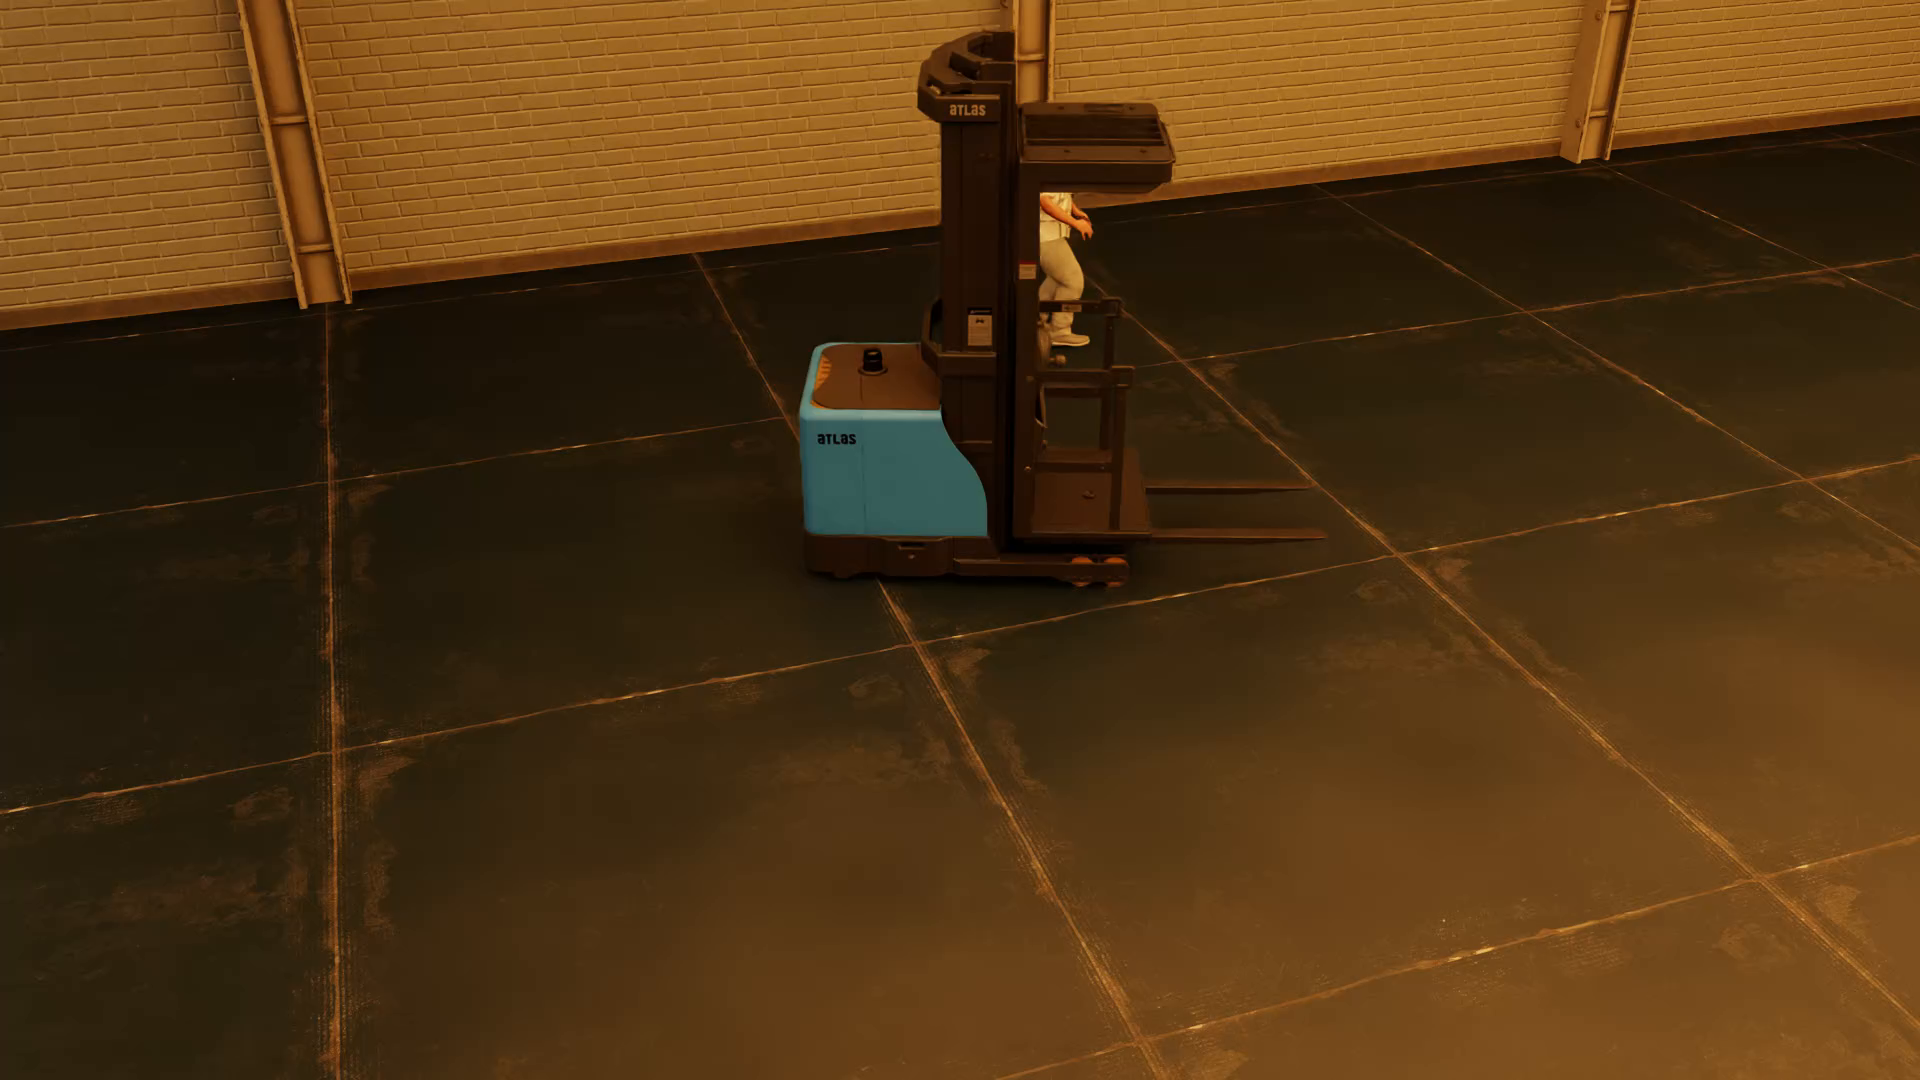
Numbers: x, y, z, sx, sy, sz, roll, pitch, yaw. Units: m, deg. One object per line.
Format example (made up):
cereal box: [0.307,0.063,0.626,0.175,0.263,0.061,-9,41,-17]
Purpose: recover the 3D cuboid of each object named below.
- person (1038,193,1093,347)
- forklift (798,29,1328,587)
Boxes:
person: [0.718,-2.274,12.300,0.573,1.711,0.771,-1,30,-2]
forklift: [0.616,-1.272,9.298,3.031,2.935,1.130,0,30,1]
